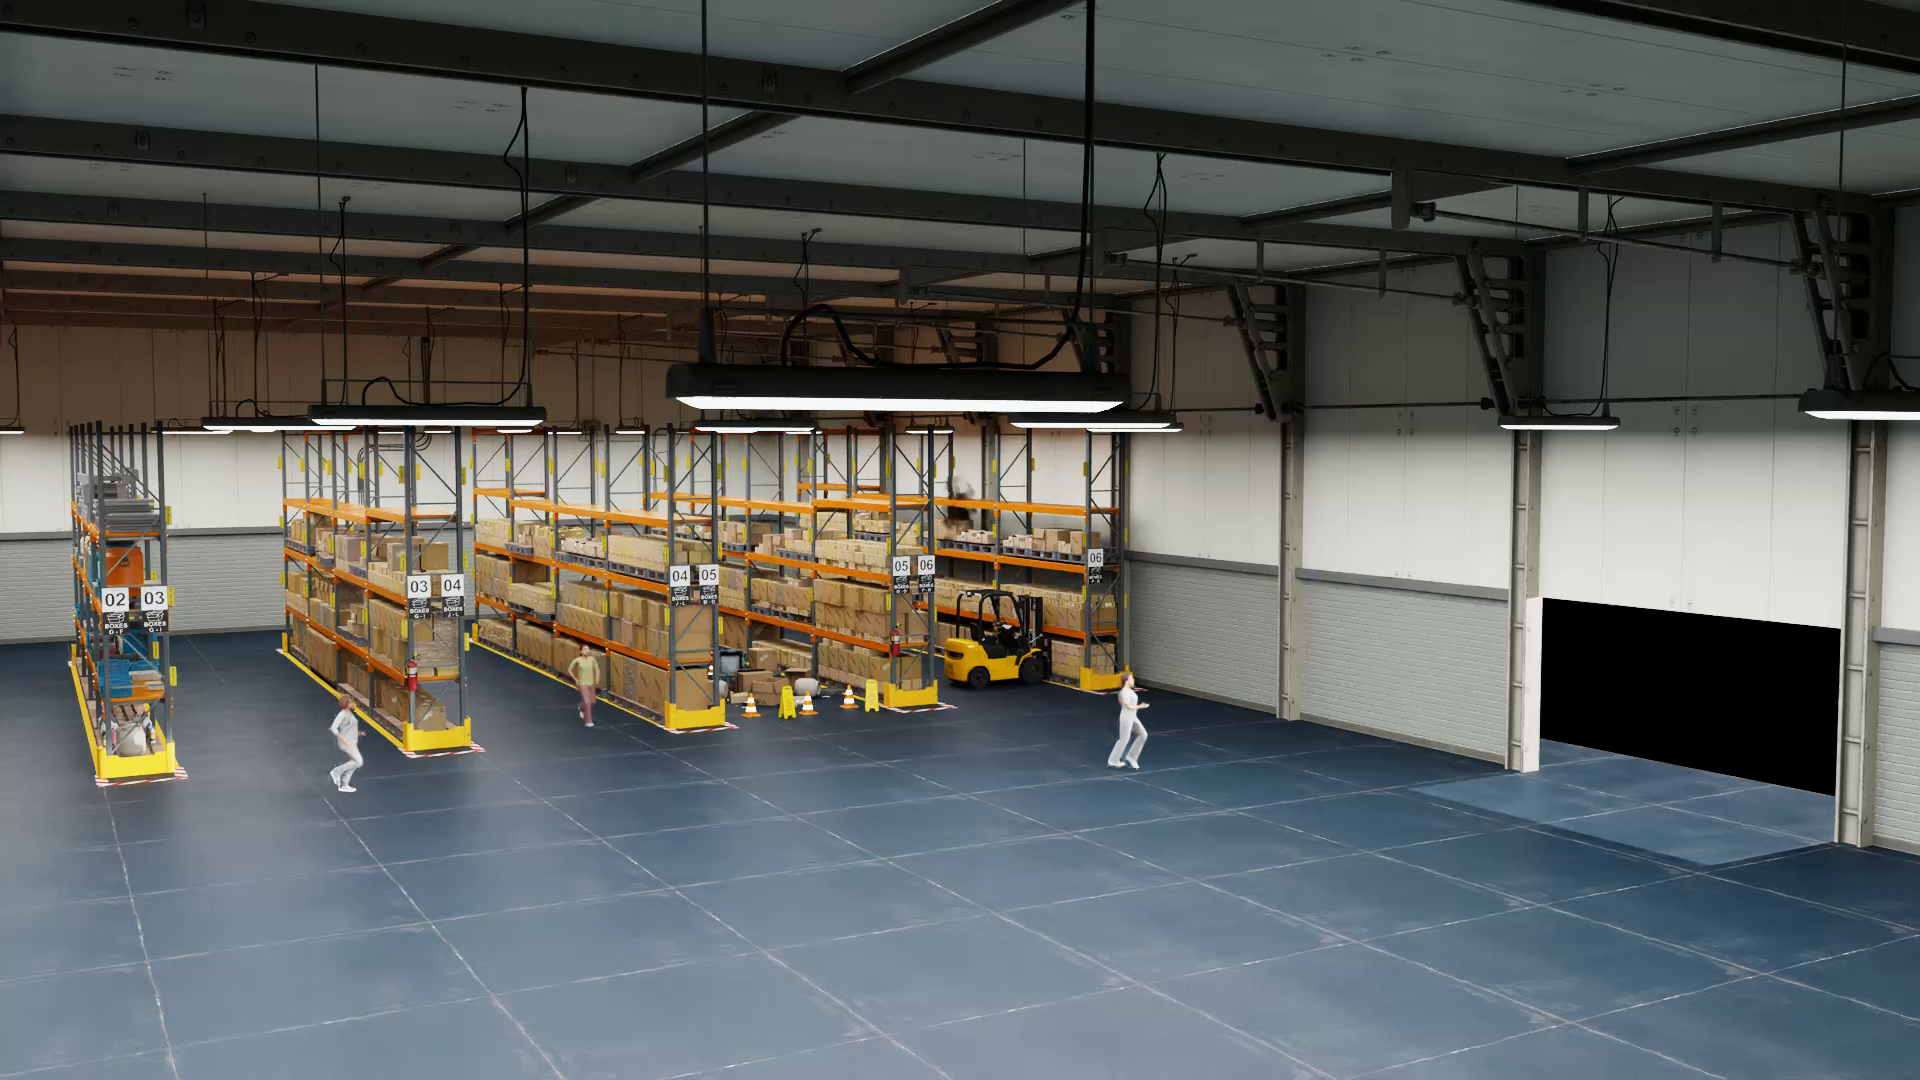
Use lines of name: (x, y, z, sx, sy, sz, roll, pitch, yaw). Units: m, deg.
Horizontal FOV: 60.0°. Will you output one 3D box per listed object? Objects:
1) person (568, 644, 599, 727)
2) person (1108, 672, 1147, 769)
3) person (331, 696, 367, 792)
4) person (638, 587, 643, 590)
person: (-7.448, 2.862, 32.978, 0.616, 1.631, 0.757, -3, 4, -36)
person: (2.905, 3.119, 28.635, 0.707, 1.693, 0.532, 1, 4, 20)
person: (-9.855, 3.300, 26.815, 0.541, 1.537, 0.533, 0, 4, -4)
person: (-9.624, 1.763, 50.506, 0.590, 1.678, 0.803, -1, 4, -11)
